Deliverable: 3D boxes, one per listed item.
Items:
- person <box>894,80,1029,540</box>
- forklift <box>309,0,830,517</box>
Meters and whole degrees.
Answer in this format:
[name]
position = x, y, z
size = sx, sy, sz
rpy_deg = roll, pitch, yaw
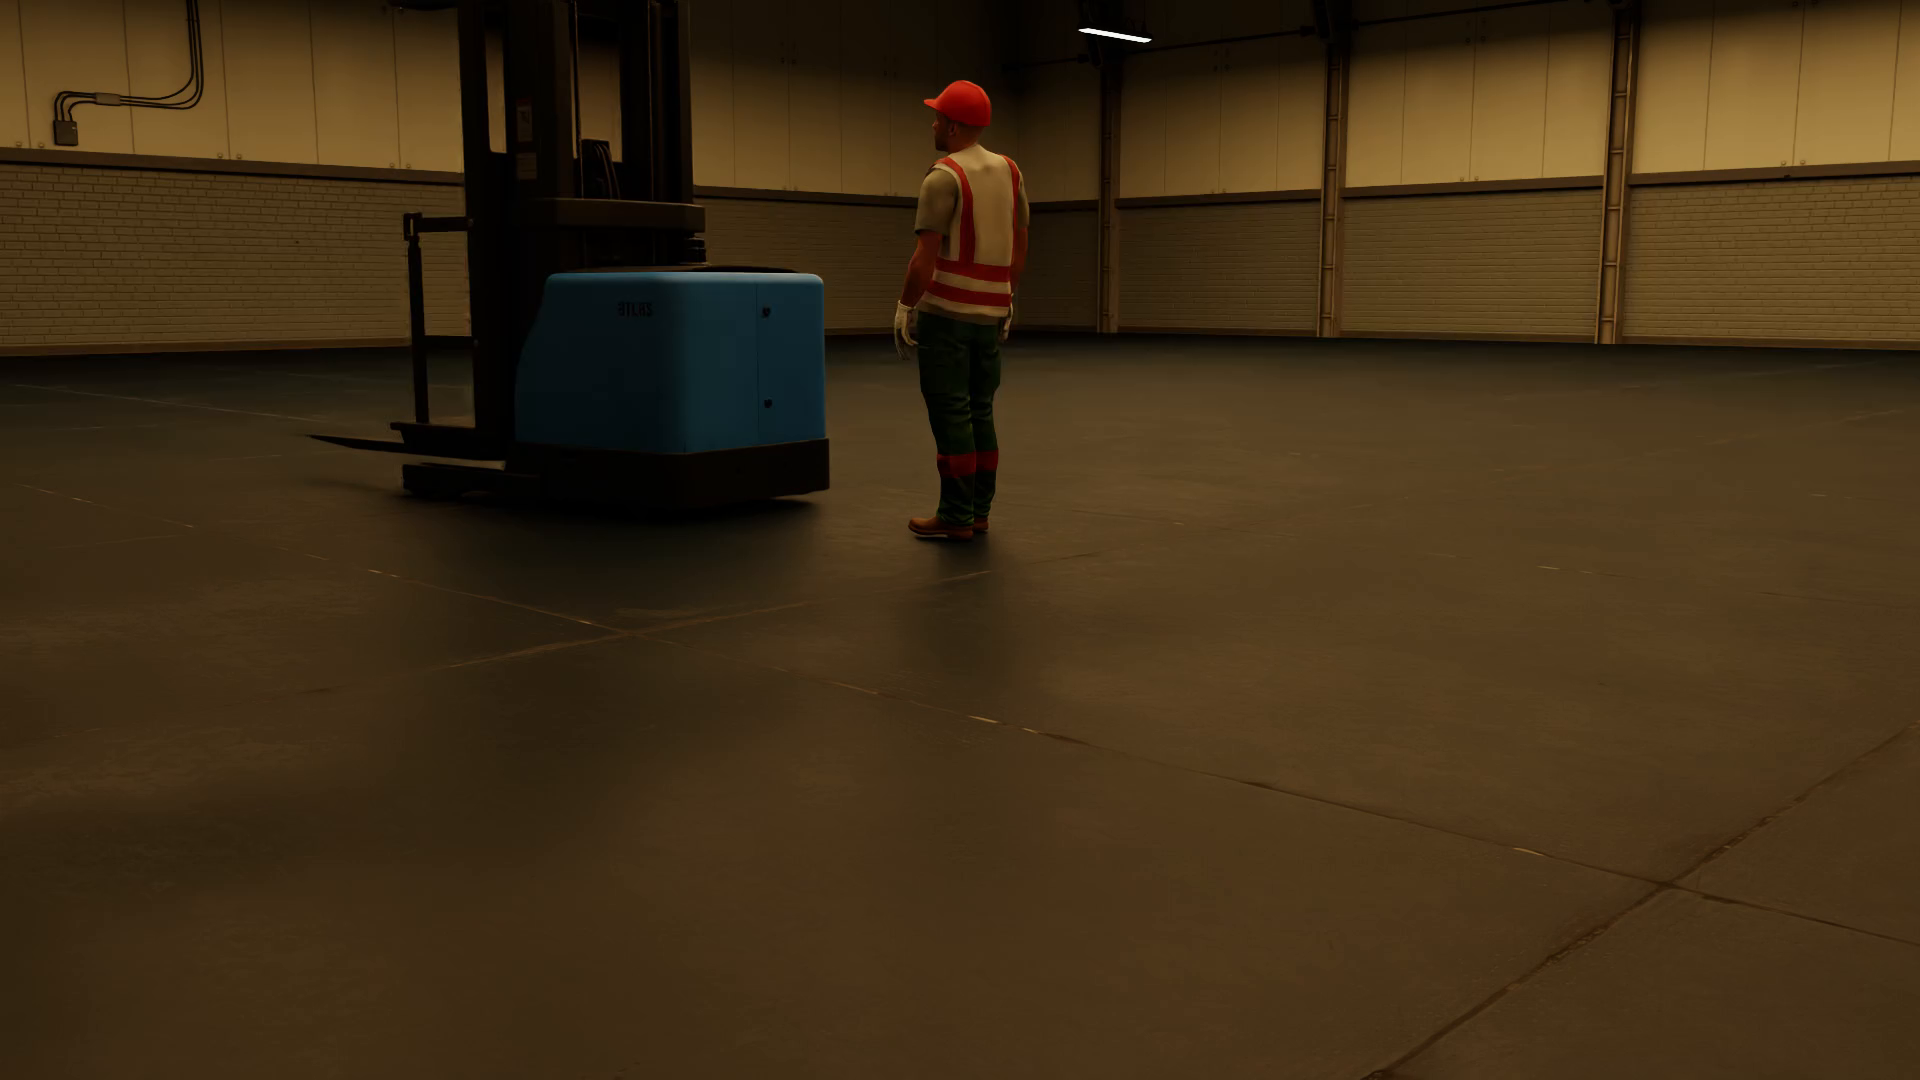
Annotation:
[person]
position = -0.049, -0.902, 6.647
size = 0.564, 1.787, 0.637
rpy_deg = 8, 12, 43
[forklift]
position = -2.100, -1.697, 8.142
size = 3.031, 2.935, 1.130
rpy_deg = 6, 11, 36
